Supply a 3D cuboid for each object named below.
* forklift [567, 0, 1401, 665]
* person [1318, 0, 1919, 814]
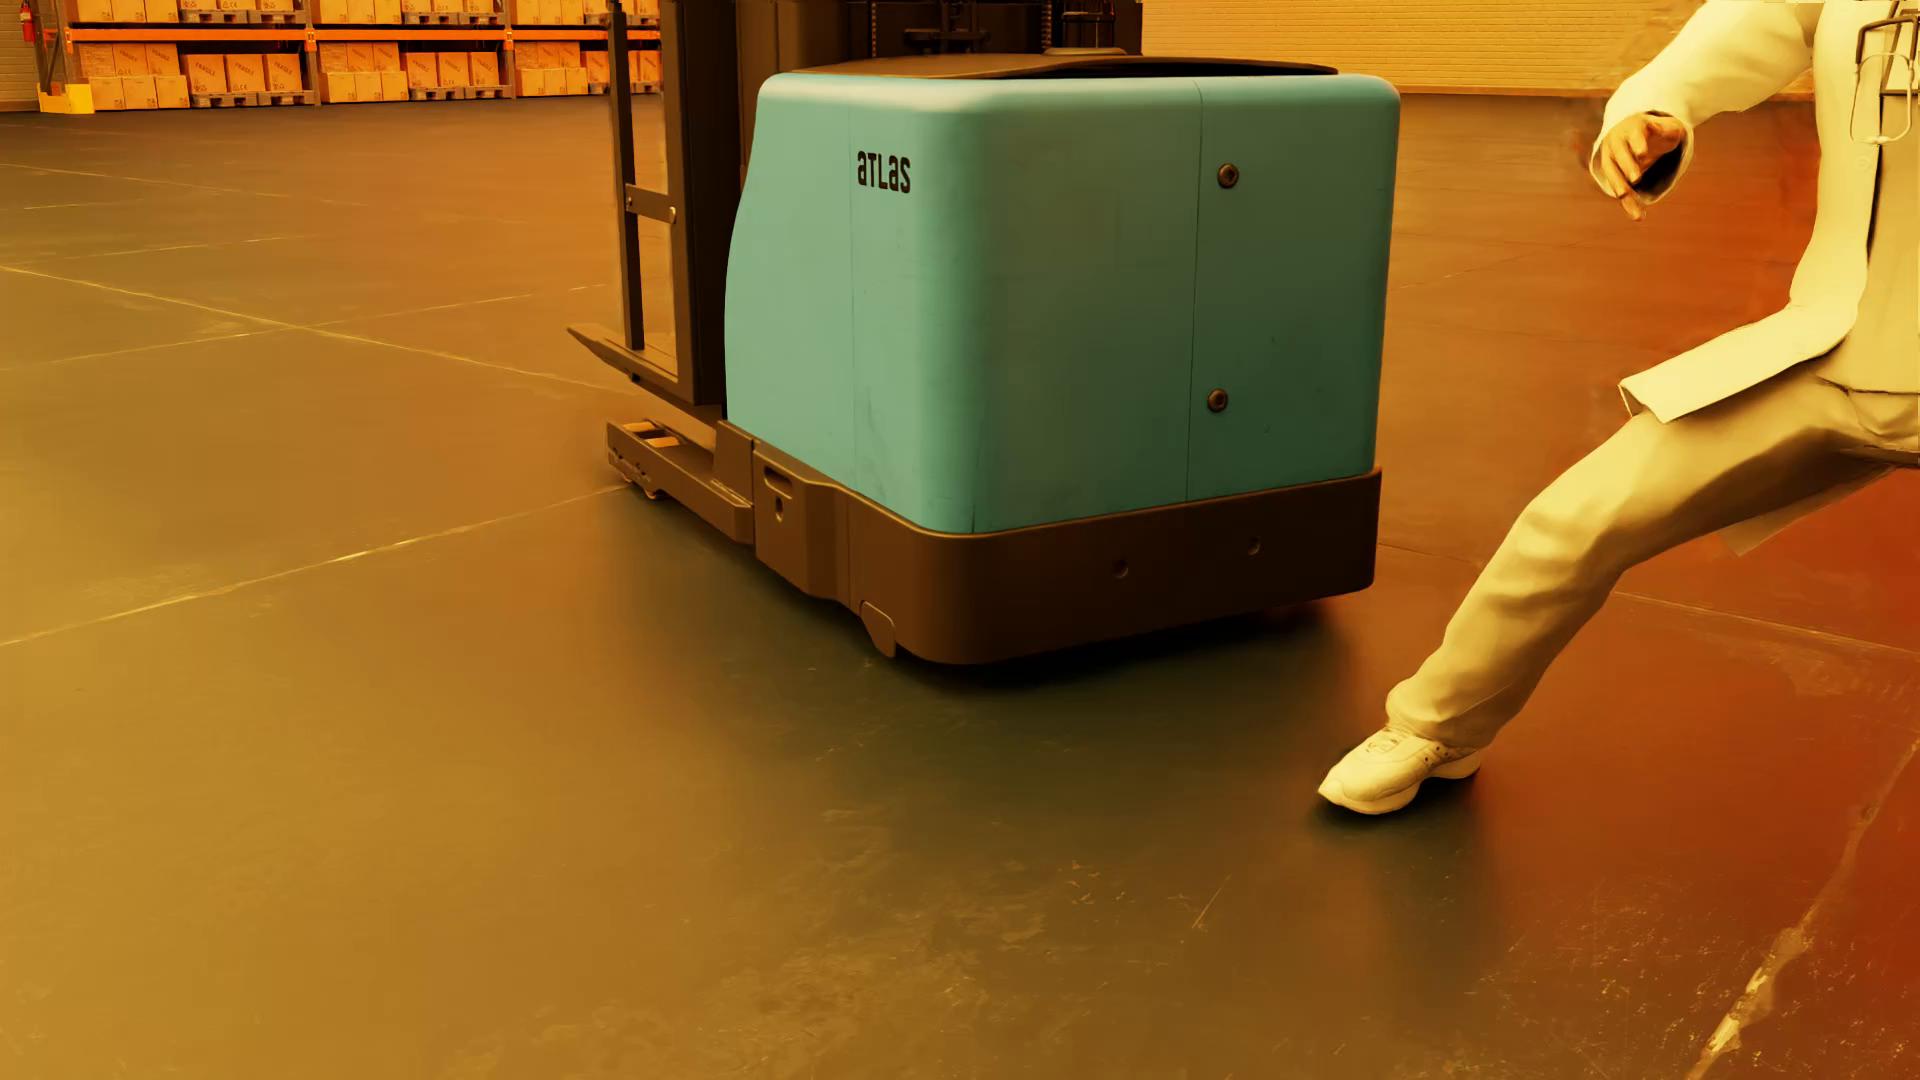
[{"bbox_3d":[-0.288,-1.559,4.031,1.130,2.935,3.031,-9,19,-27],"label":"forklift"},{"bbox_3d":[1.165,-0.229,2.057,0.730,1.528,1.272,-11,20,-32],"label":"person"}]
